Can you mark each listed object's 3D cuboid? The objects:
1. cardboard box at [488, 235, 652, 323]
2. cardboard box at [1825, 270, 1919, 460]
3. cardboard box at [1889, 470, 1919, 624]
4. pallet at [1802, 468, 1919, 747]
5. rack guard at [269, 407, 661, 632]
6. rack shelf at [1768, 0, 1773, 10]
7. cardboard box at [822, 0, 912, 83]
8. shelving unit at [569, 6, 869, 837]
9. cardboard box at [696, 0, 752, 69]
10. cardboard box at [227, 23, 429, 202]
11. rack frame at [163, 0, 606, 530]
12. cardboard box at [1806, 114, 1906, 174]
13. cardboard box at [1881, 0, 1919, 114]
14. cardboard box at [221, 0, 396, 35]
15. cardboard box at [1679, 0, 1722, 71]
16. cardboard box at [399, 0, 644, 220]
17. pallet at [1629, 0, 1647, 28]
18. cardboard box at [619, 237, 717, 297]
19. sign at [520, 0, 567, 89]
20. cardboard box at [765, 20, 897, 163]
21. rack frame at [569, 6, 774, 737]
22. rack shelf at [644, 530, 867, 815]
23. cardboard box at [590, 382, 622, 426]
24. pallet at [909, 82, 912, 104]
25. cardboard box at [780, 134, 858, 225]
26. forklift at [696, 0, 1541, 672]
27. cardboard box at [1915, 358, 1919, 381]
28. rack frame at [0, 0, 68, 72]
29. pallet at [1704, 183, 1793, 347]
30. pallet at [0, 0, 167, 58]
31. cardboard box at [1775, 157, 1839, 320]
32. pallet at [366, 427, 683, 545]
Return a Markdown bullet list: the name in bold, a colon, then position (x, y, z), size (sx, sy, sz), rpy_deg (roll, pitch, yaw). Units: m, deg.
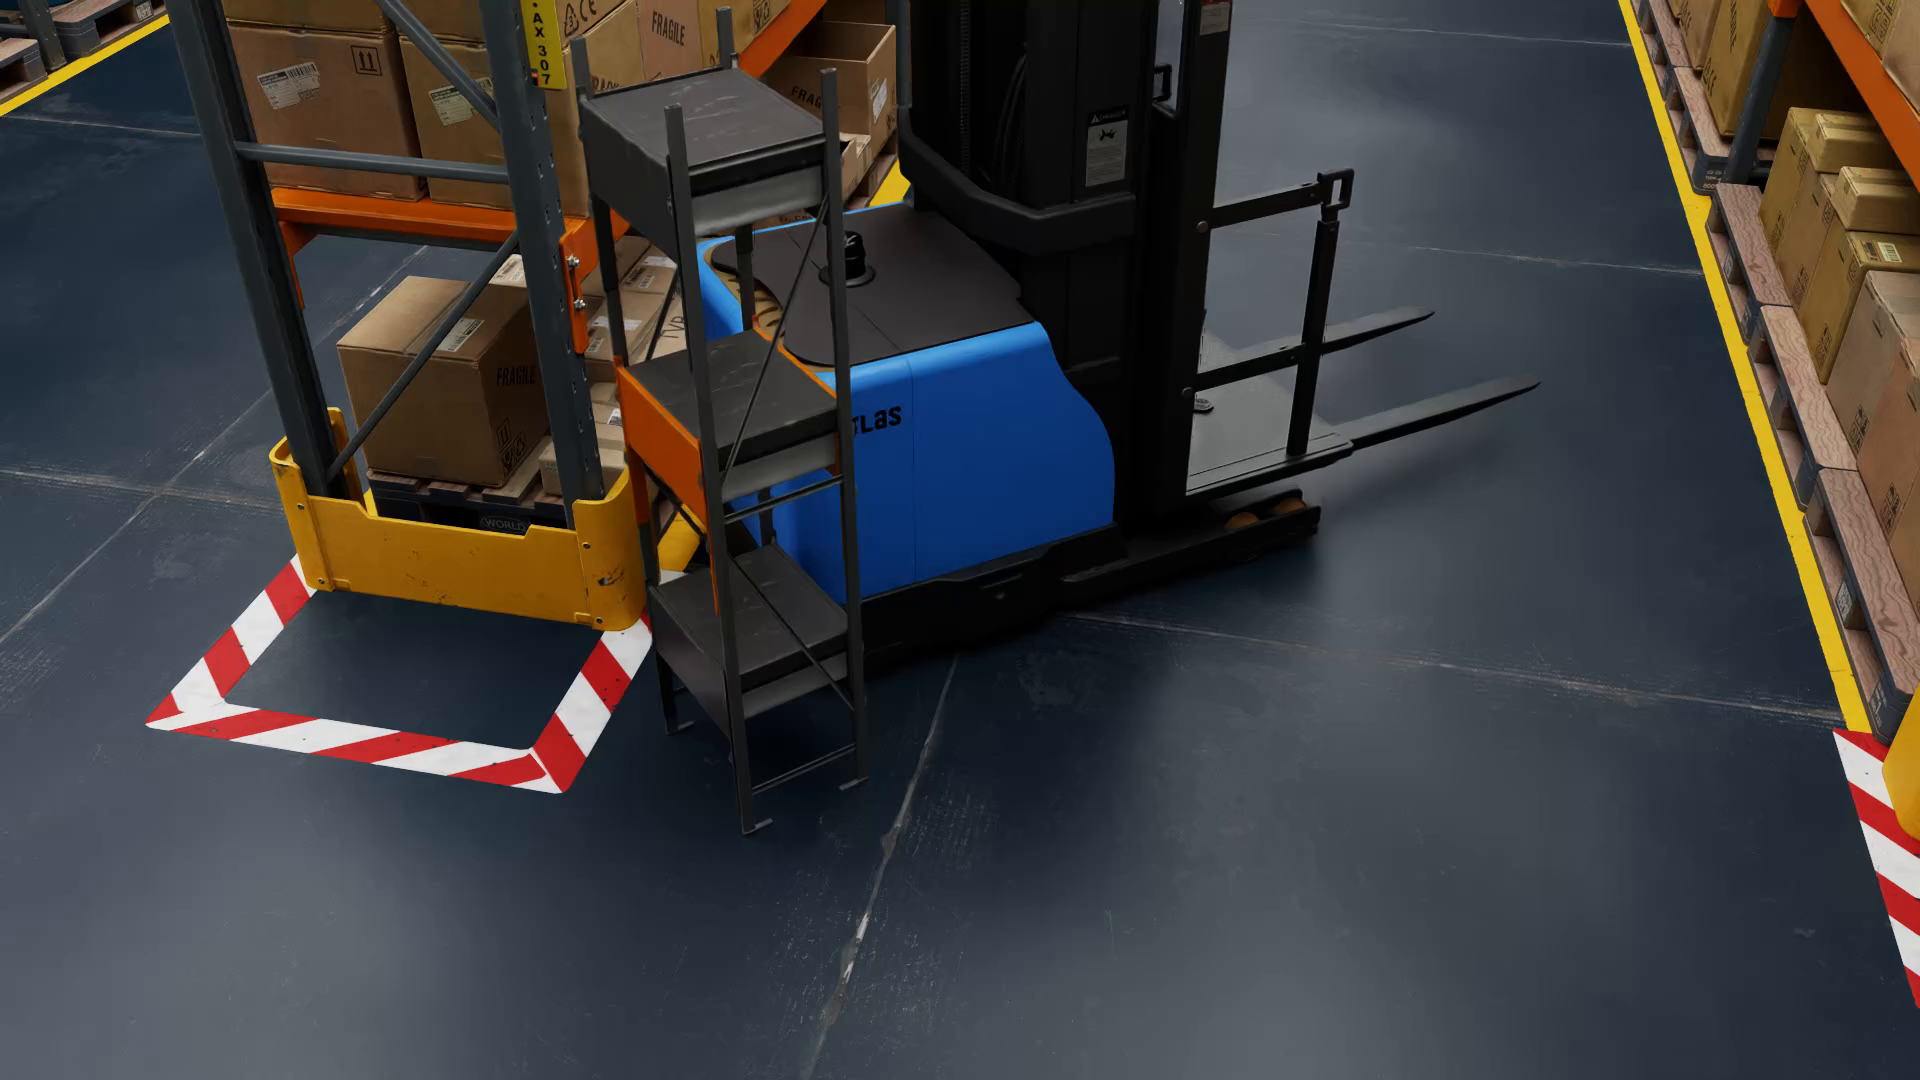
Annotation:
- **cardboard box**: position (-1.504, -0.989, 6.527), size (0.500, 0.250, 0.500), rpy_deg (7, 37, 10)
- **cardboard box**: position (3.493, -0.569, 5.751), size (0.700, 0.500, 0.500), rpy_deg (6, 36, 8)
- **cardboard box**: position (3.280, 0.006, 4.957), size (0.700, 0.500, 0.500), rpy_deg (7, 37, 10)
- **pallet**: position (3.322, 0.239, 5.240), size (1.003, 0.211, 1.213), rpy_deg (7, 37, 10)
- **rack guard**: position (-1.596, -0.072, 5.423), size (1.175, 0.500, 0.348), rpy_deg (7, 37, 10)
- **rack shelf**: position (4.510, -3.570, 8.733), size (1.077, 0.370, 4.000), rpy_deg (7, 37, 10)
- **cardboard box**: position (-0.416, -2.747, 8.739), size (0.500, 0.500, 0.500), rpy_deg (6, 36, 8)
- **shelving unit**: position (-0.570, -0.214, 4.257), size (0.431, 2.100, 0.503), rpy_deg (-21, 41, -27)
- **cardboard box**: position (-1.045, -1.886, 5.711), size (0.500, 0.500, 0.500), rpy_deg (7, 37, 10)
- **cardboard box**: position (-1.782, -1.372, 5.002), size (0.500, 0.500, 0.500), rpy_deg (8, 37, 11)
- **rack frame**: position (-1.612, -1.041, 4.630), size (1.000, 3.000, 0.127), rpy_deg (7, 37, 10)
- **cardboard box**: position (3.571, -1.546, 6.547), size (0.380, 0.149, 0.250), rpy_deg (8, 37, 12)
- **cardboard box**: position (3.643, -1.691, 5.272), size (0.980, 0.700, 0.700), rpy_deg (6, 36, 8)
- **cardboard box**: position (-1.786, -1.776, 4.707), size (0.500, 0.500, 0.500), rpy_deg (7, 37, 10)
- **cardboard box**: position (4.281, -2.914, 8.688), size (0.750, 0.750, 0.750), rpy_deg (8, 37, 11)
- **cardboard box**: position (-1.260, -1.302, 4.906), size (0.500, 0.500, 0.500), rpy_deg (8, 37, 11)
- **pallet**: position (4.695, -3.437, 10.312), size (1.003, 0.211, 1.213), rpy_deg (7, 37, 10)
- **cardboard box**: position (-1.005, -0.955, 6.480), size (0.500, 0.250, 0.500), rpy_deg (7, 37, 10)
- **sign**: position (-1.082, -1.323, 4.282), size (0.100, 0.325, 0.005), rpy_deg (7, 37, 10)
- **cardboard box**: position (-0.602, -2.138, 7.899), size (0.500, 0.500, 0.500), rpy_deg (7, 37, 10)
- **rack frame**: position (-0.705, -0.334, 4.421), size (0.400, 2.100, 0.015), rpy_deg (-21, 41, -27)
- **rack shelf**: position (-0.570, 0.363, 4.675), size (0.431, 0.518, 0.480), rpy_deg (-21, 41, -27)
- **cardboard box**: position (-1.134, -0.412, 5.802), size (0.380, 0.166, 0.250), rpy_deg (7, 37, 10)
- **pallet**: position (-0.621, -2.676, 9.262), size (1.003, 0.211, 1.213), rpy_deg (7, 37, 10)
- **cardboard box**: position (-0.763, -1.631, 7.361), size (0.500, 0.311, 0.500), rpy_deg (7, 37, 10)
- **forklift**: position (0.662, -1.374, 5.148), size (3.031, 2.935, 1.130), rpy_deg (-16, 39, -21)
- **cardboard box**: position (3.183, -0.499, 5.102), size (0.380, 0.149, 0.250), rpy_deg (8, 37, 11)
- **rack frame**: position (-5.596, -3.957, 8.653), size (1.000, 3.000, 0.127), rpy_deg (7, 37, 10)
- **pallet**: position (3.843, -1.160, 7.170), size (1.003, 0.211, 1.213), rpy_deg (7, 37, 10)
- **pallet**: position (-5.391, -3.265, 10.075), size (1.003, 0.211, 1.213), rpy_deg (7, 37, 10)
- **cardboard box**: position (3.712, -1.170, 6.580), size (0.700, 0.500, 0.500), rpy_deg (7, 37, 9)
- **pallet**: position (-1.427, -0.412, 6.139), size (1.003, 0.211, 1.213), rpy_deg (7, 37, 10)
